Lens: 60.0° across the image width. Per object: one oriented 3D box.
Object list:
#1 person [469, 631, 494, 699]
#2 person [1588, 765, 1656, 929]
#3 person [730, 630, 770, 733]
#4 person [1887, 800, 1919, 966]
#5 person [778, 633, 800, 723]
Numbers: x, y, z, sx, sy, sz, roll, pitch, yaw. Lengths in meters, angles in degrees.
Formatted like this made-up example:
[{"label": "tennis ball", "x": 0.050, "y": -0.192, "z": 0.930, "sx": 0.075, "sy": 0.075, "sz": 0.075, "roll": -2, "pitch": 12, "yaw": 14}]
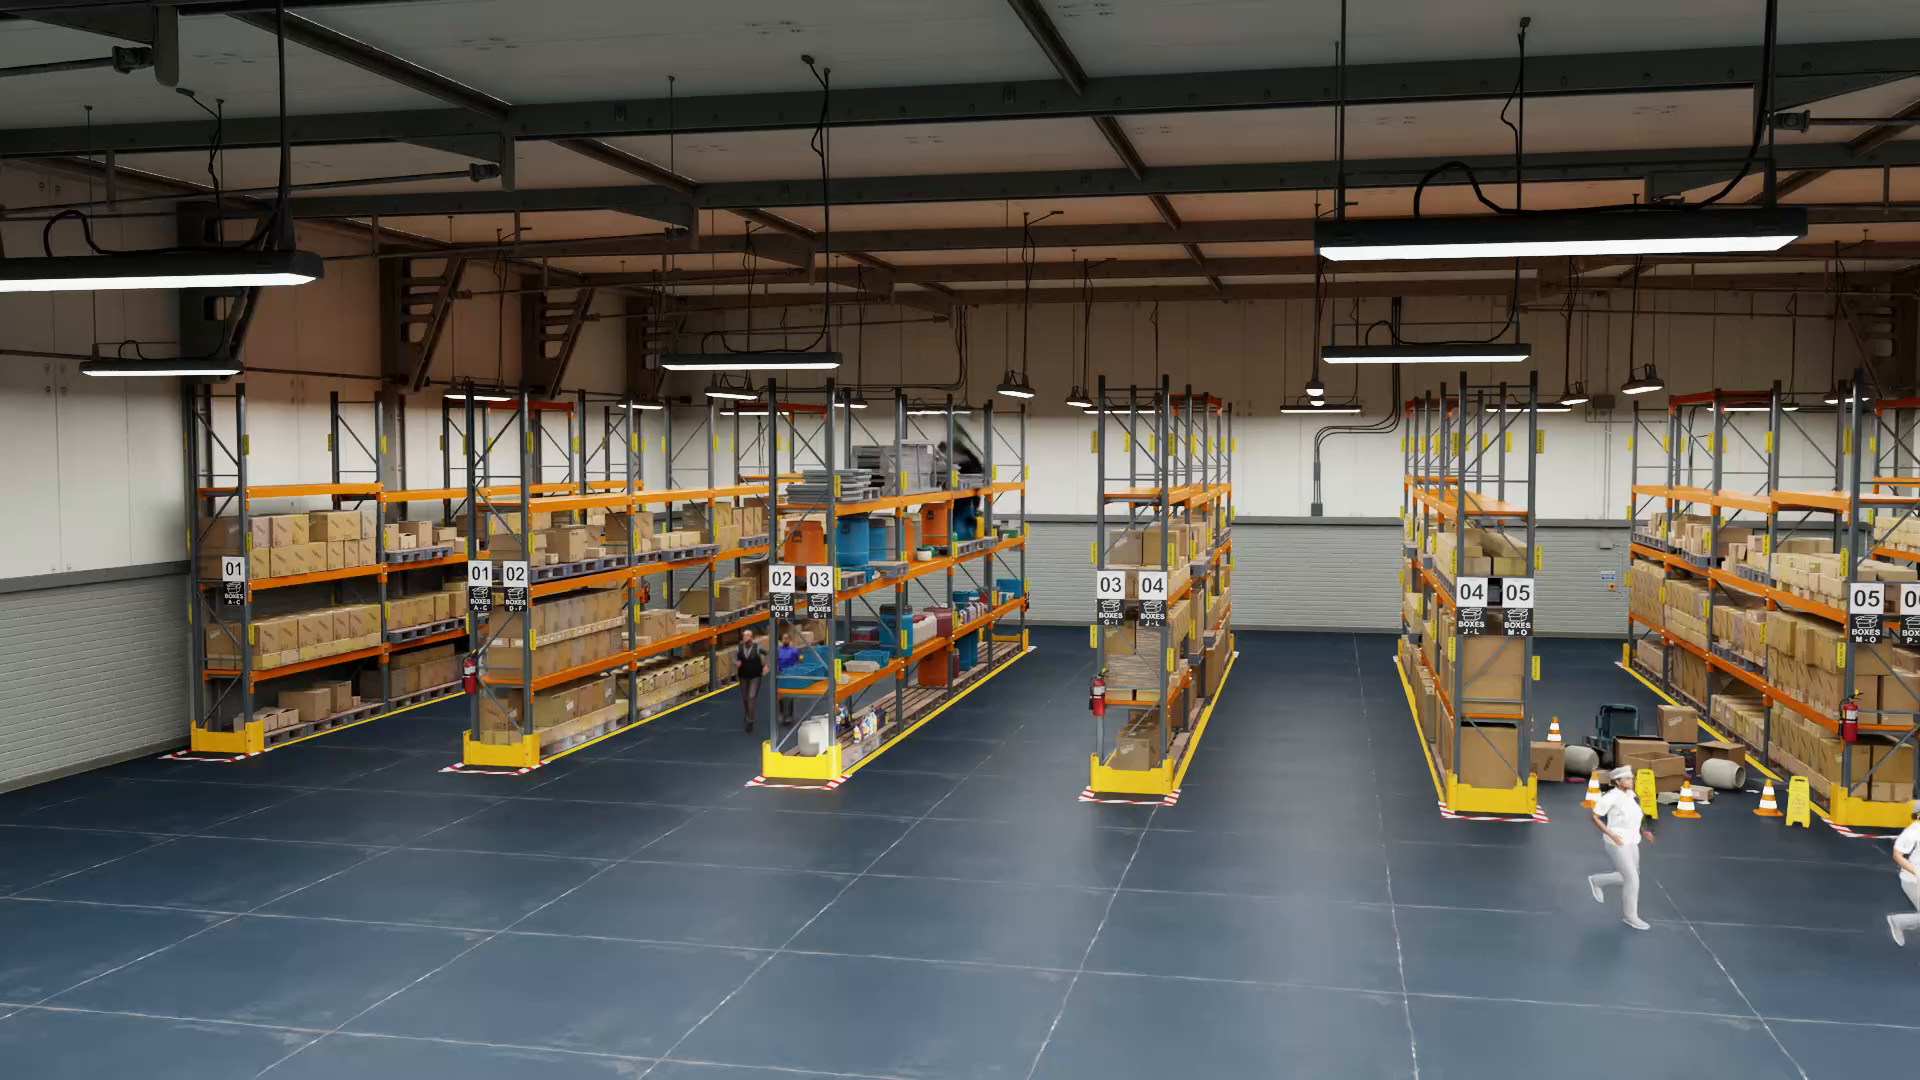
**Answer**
[{"label": "person", "x": -8.282, "y": 2.475, "z": 29.059, "sx": 0.671, "sy": 1.814, "sz": 0.754, "roll": 1, "pitch": 3, "yaw": 18}, {"label": "person", "x": 6.904, "y": 3.182, "z": 17.462, "sx": 0.577, "sy": 1.686, "sz": 0.760, "roll": -2, "pitch": 4, "yaw": -35}, {"label": "person", "x": -3.702, "y": 2.460, "z": 29.389, "sx": 0.665, "sy": 1.754, "sz": 0.954, "roll": 1, "pitch": 3, "yaw": 9}, {"label": "person", "x": 9.197, "y": 3.290, "z": 15.944, "sx": 0.608, "sy": 1.641, "sz": 0.670, "roll": -2, "pitch": 4, "yaw": -33}, {"label": "person", "x": -3.139, "y": 2.475, "z": 29.744, "sx": 0.550, "sy": 1.626, "sz": 0.638, "roll": 0, "pitch": 3, "yaw": 3}]
